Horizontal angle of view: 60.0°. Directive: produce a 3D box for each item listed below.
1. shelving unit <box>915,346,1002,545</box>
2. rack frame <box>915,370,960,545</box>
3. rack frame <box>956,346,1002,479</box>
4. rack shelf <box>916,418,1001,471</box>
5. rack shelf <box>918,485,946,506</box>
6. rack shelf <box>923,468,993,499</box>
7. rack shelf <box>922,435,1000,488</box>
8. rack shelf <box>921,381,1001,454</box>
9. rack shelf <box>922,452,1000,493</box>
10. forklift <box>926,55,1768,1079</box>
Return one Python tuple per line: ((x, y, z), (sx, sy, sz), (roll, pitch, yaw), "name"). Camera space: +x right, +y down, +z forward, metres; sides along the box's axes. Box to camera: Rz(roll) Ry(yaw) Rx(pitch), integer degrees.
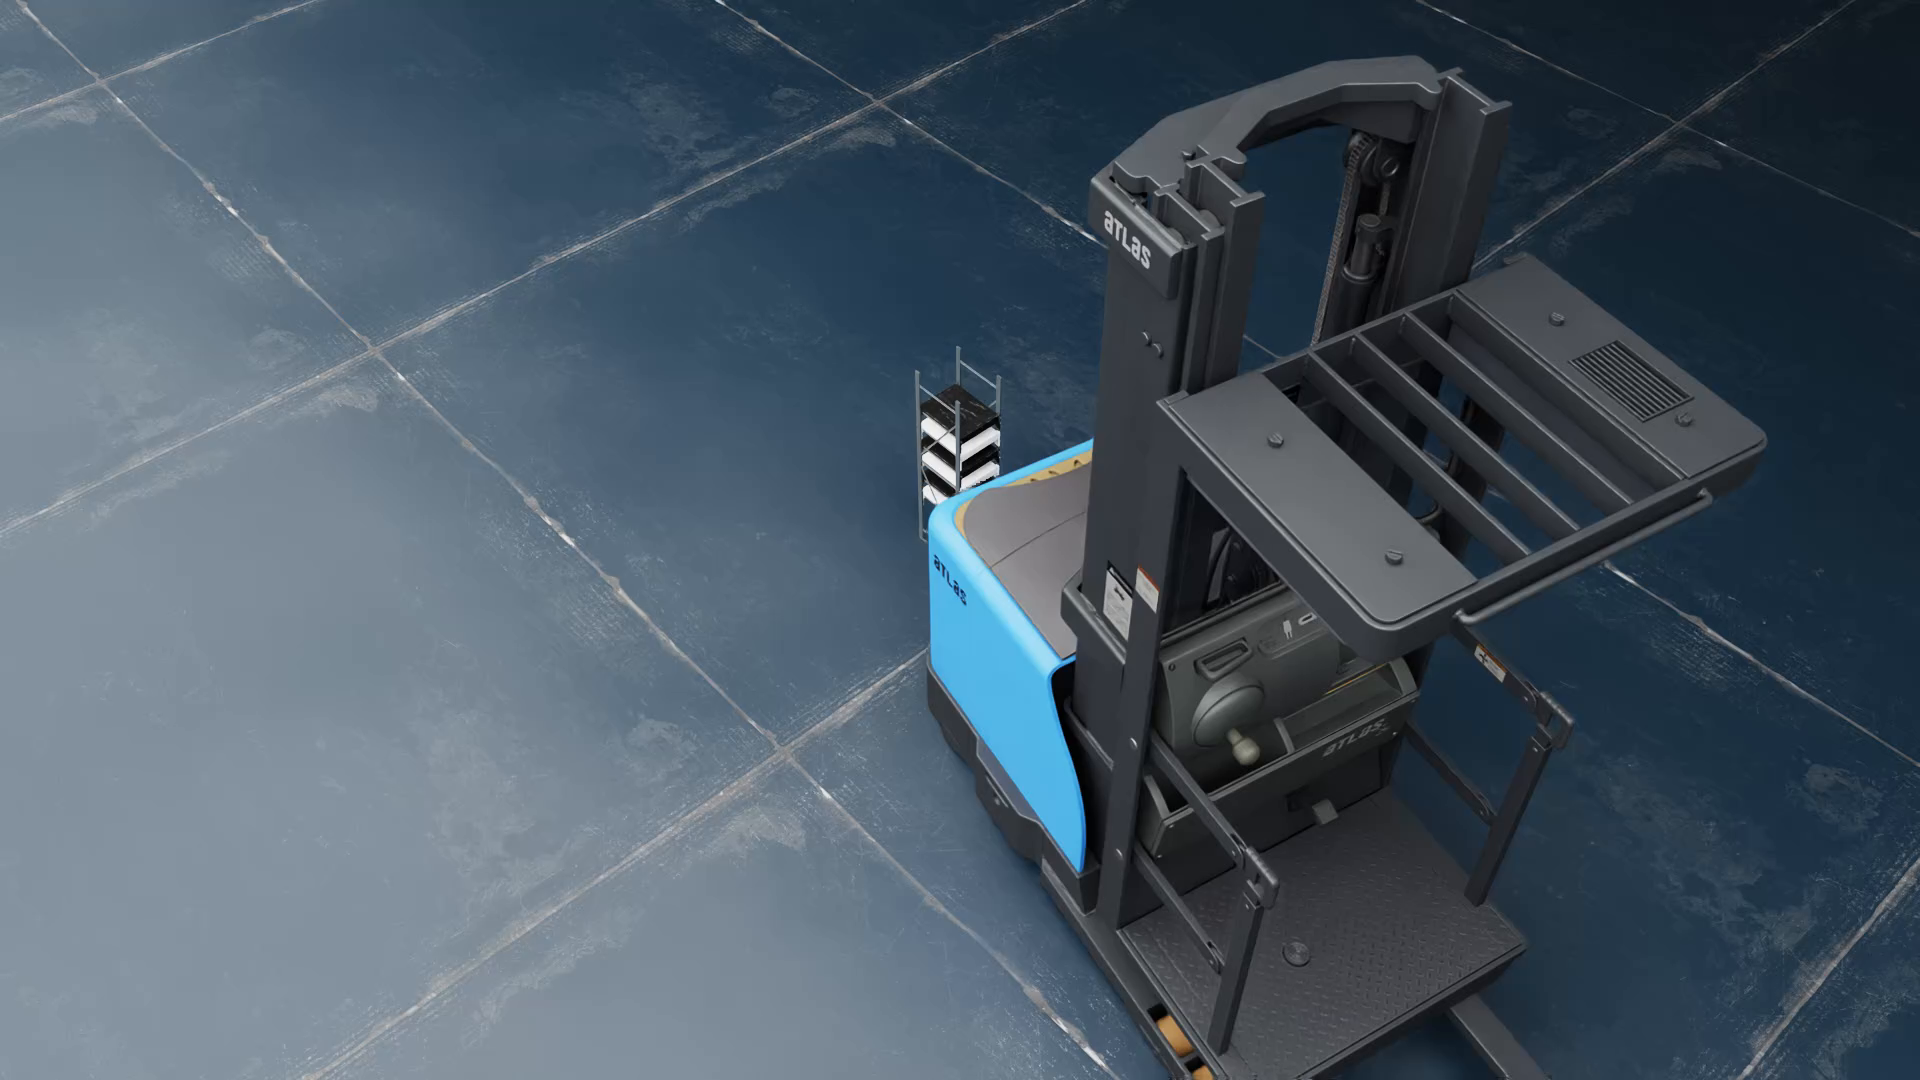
((-0.006, -0.301, 6.416), (0.210, 0.900, 0.258), (-34, 56, -27), "shelving unit")
((-0.081, -0.251, 6.369), (0.006, 0.900, 0.240), (-34, 56, -27), "rack frame")
((0.069, -0.351, 6.462), (0.006, 0.900, 0.240), (-34, 56, -27), "rack frame")
((-0.006, -0.401, 6.308), (0.200, 0.077, 0.258), (-34, 56, -27), "rack shelf")
((-0.006, -0.156, 6.572), (0.200, 0.077, 0.258), (-34, 56, -27), "rack shelf")
((-0.006, -0.218, 6.506), (0.200, 0.077, 0.258), (-34, 56, -27), "rack shelf")
((-0.006, -0.340, 6.374), (0.200, 0.077, 0.258), (-34, 56, -27), "rack shelf")
((-0.006, -0.462, 6.242), (0.200, 0.077, 0.258), (-34, 56, -27), "rack shelf")
((-0.006, -0.279, 6.440), (0.200, 0.077, 0.258), (-34, 56, -27), "rack shelf")
((1.051, 0.389, 4.397), (1.130, 2.935, 3.031), (-23, 51, -20), "forklift")
